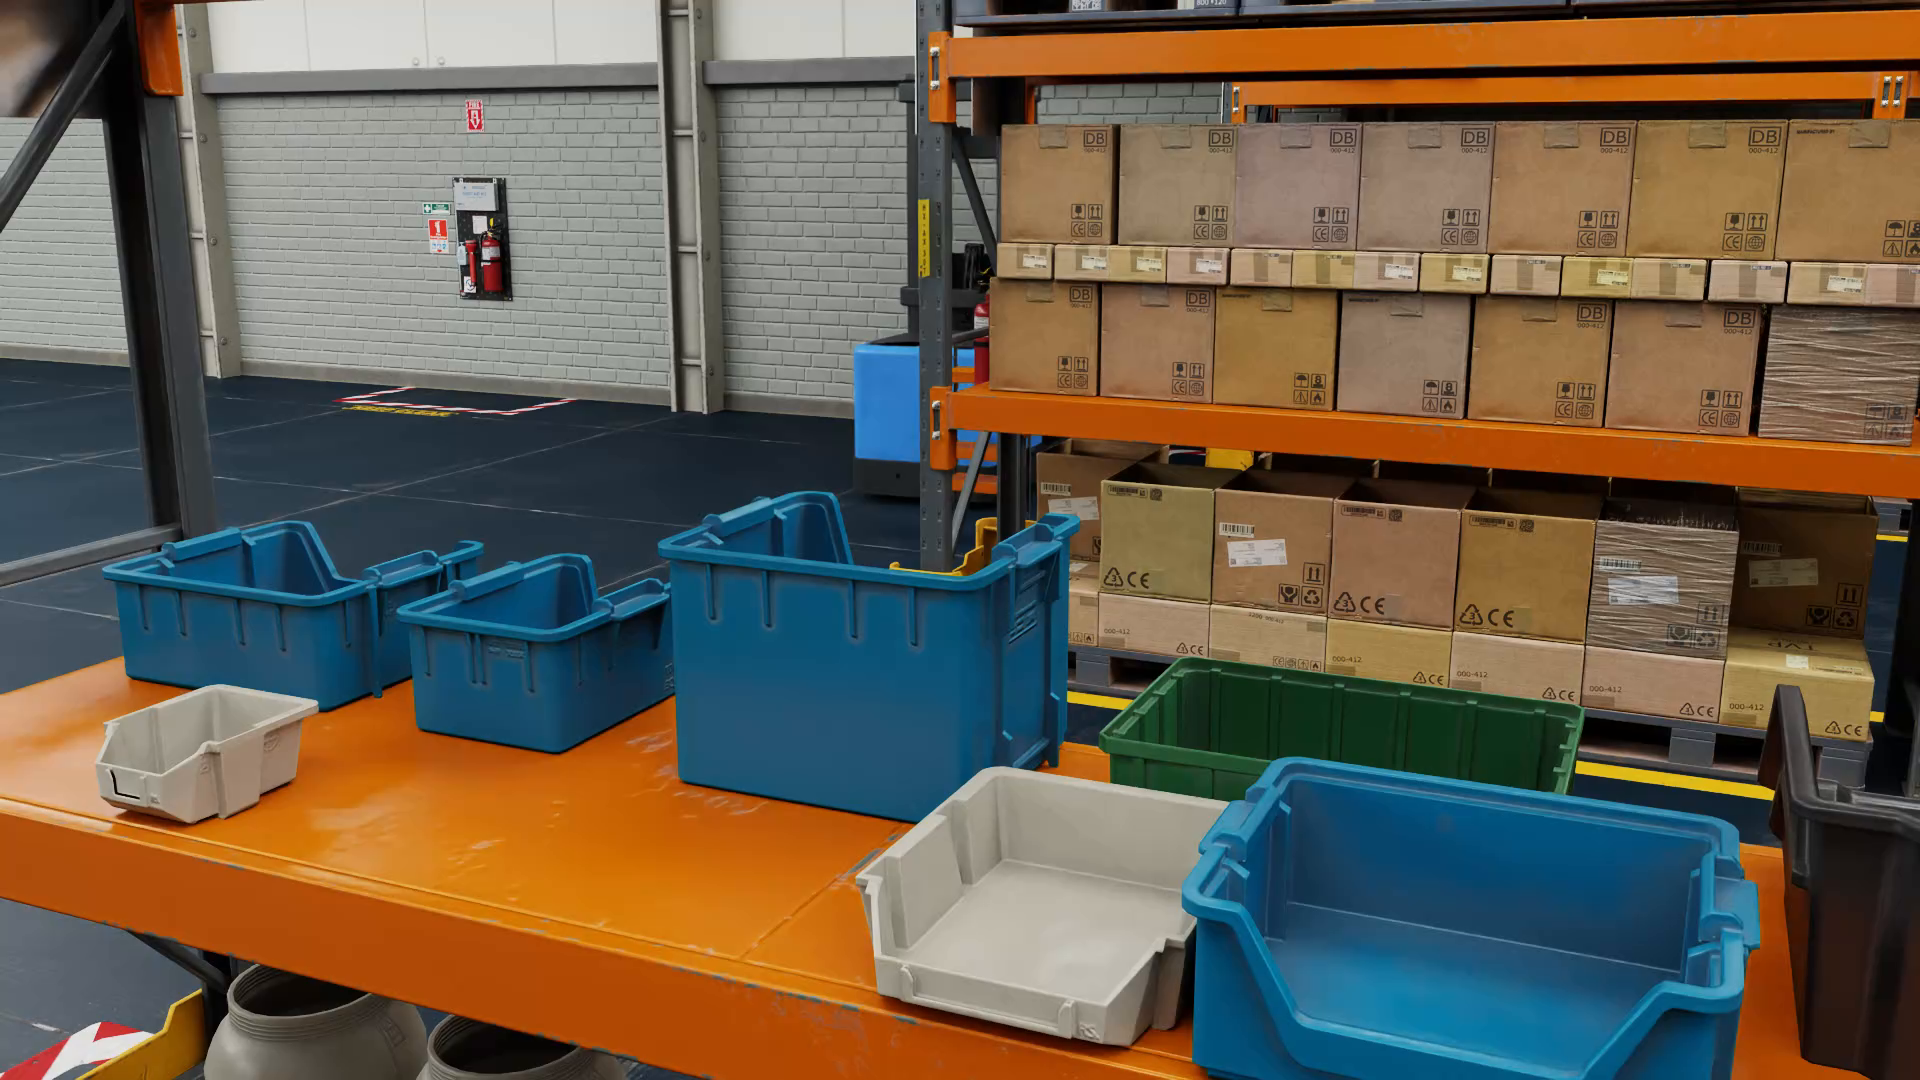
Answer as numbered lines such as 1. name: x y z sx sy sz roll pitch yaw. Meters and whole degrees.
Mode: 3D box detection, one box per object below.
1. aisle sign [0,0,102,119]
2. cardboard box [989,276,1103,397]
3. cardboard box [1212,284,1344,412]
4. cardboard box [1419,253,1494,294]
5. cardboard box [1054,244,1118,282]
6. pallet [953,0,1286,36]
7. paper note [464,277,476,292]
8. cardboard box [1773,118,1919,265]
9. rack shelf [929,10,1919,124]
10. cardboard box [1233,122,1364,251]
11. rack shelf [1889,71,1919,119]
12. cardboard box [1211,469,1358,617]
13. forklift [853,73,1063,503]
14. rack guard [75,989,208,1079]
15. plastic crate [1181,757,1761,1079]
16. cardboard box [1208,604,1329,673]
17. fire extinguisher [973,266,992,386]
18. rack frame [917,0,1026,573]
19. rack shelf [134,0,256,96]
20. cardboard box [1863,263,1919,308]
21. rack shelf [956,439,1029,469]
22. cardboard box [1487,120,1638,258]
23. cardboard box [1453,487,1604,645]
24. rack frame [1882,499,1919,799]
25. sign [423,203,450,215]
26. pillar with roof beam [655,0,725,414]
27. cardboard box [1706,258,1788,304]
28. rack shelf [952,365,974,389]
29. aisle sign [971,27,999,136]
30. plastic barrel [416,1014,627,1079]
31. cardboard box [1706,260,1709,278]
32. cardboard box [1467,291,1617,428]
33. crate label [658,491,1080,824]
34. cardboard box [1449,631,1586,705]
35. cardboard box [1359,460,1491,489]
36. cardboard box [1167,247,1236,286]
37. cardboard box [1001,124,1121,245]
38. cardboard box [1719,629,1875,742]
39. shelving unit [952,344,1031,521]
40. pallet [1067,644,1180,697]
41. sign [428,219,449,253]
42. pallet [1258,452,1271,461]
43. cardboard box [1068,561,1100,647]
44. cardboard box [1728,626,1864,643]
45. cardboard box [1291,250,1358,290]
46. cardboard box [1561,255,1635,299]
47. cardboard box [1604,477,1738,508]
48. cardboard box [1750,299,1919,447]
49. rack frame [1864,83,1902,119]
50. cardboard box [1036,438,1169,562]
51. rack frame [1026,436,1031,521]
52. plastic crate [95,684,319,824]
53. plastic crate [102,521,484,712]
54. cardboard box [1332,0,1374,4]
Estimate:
1. aisle sign: -1.880 -1.254 3.342 0.004 0.787 0.394 6 14 23
2. cardboard box: 0.497 -0.957 7.547 0.500 0.500 0.700 6 14 23
3. cardboard box: 1.431 -0.862 7.143 0.500 0.500 0.700 6 14 24
4. cardboard box: 1.993 -1.070 6.612 0.250 0.149 0.380 6 15 25
5. cardboard box: 0.590 -1.213 7.220 0.250 0.149 0.380 5 14 22
6. pallet: 0.711 -2.300 7.120 1.213 0.211 1.003 6 14 23
7. paper note: -4.795 -2.499 16.265 0.142 0.148 0.016 6 14 23
8. cardboard box: 3.324 -1.304 6.187 0.500 0.500 0.700 6 14 24
9. rack shelf: 1.904 -1.879 6.705 4.000 0.370 1.077 6 14 23
10. cardboard box: 1.490 -1.489 6.978 0.500 0.500 0.700 6 14 23
11. rack shelf: 7.564 -2.544 9.539 4.000 0.370 1.077 6 14 23
12. cardboard box: 1.396 0.001 7.144 0.500 0.500 0.500 6 14 23
13. forklift: 0.269 -1.959 12.189 1.130 2.935 3.031 5 14 20
14. rack guard: -1.846 1.294 3.644 0.348 0.500 1.175 6 14 23
15. plastic crate: 0.601 0.477 1.981 0.616 0.251 0.499 6 14 23
16. cardboard box: 1.391 0.368 7.219 0.500 0.250 0.500 6 14 23
17. fire extinguisher: 0.156 -1.024 8.223 0.183 0.674 0.296 6 14 23
18. rack frame: 0.076 -0.954 7.754 0.127 3.000 1.000 6 14 23
19. rack shelf: -0.106 -0.845 2.297 4.000 0.370 1.077 6 14 23
20. cardboard box: 3.397 -0.929 6.008 0.250 0.149 0.380 6 14 23
21. rack shelf: 0.151 -0.503 10.068 0.480 0.148 0.258 6 14 23
22. cardboard box: 2.404 -1.397 6.583 0.500 0.500 0.700 6 14 23
23. cardboard box: 2.309 0.094 6.747 0.500 0.500 0.500 6 14 23
24. rack frame: 3.733 -0.584 6.177 0.127 3.000 1.000 6 14 23
25. sign: -5.124 -3.242 16.269 0.331 0.109 0.001 6 14 23
26. pillar with roof beam: -4.161 -4.682 10.508 0.400 9.000 9.100 6 14 23
27. cardboard box: 2.932 -0.976 6.208 0.250 0.149 0.380 5 14 22
28. rack shelf: 0.151 -0.951 9.963 0.480 0.148 0.258 6 14 23
29. aisle sign: 0.134 -2.287 7.744 0.004 0.787 0.394 6 14 23
30. plastic barrel: -0.843 1.178 3.194 0.421 0.512 0.421 0 13 0
31. cardboard box: 4.720 -1.945 10.620 0.500 0.500 0.500 6 14 23
32. cardboard box: 2.382 -0.767 6.738 0.500 0.500 0.700 6 14 24
33. crate label: -0.142 0.177 2.857 0.616 0.435 0.502 6 14 23
34. cardboard box: 2.304 0.462 6.821 0.500 0.250 0.500 6 14 23
35. cardboard box: 2.063 -0.061 7.408 0.500 0.500 0.500 6 14 23
36. cardboard box: 1.047 -1.166 7.019 0.250 0.149 0.380 6 14 22
37. cardboard box: 0.546 -1.583 7.378 0.500 0.500 0.700 6 14 23
38. cardboard box: 3.220 0.553 6.431 0.500 0.250 0.500 6 14 23
39. shelving unit: 0.151 -0.569 10.053 0.503 1.200 0.258 6 14 23
40. pallet: 0.792 0.466 7.808 1.213 0.211 1.003 6 14 23
41. sign: -5.125 -2.987 16.339 0.234 0.329 0.001 6 14 23
42. pallet: 2.876 -0.542 12.102 1.213 0.211 1.003 6 14 23
43. cardboard box: 0.476 0.276 7.611 0.500 0.250 0.500 6 14 23
44. cardboard box: 3.432 0.444 6.896 0.500 0.250 0.500 6 14 23
45. cardboard box: 1.525 -1.118 6.816 0.250 0.149 0.380 6 14 23
46. cardboard box: 2.468 -1.023 6.411 0.250 0.149 0.380 6 14 23
47. cardboard box: 2.975 0.032 7.009 0.500 0.500 0.500 6 14 23
48. cardboard box: 3.324 -0.672 6.335 0.500 0.500 0.700 5 14 22
49. rack frame: 5.736 -1.619 10.588 0.127 3.000 1.000 6 14 23
50. cardboard box: 0.686 -0.197 7.988 0.500 0.500 0.500 6 14 23
51. rack frame: 0.374 -0.546 9.956 0.015 1.200 0.240 6 14 23
52. plastic crate: -1.246 0.359 2.737 0.250 0.136 0.298 6 14 23
53. plastic crate: -1.355 0.137 3.432 0.616 0.251 0.499 6 14 23
54. cardboard box: 2.760 -3.367 11.211 0.500 0.500 0.500 7 15 27
